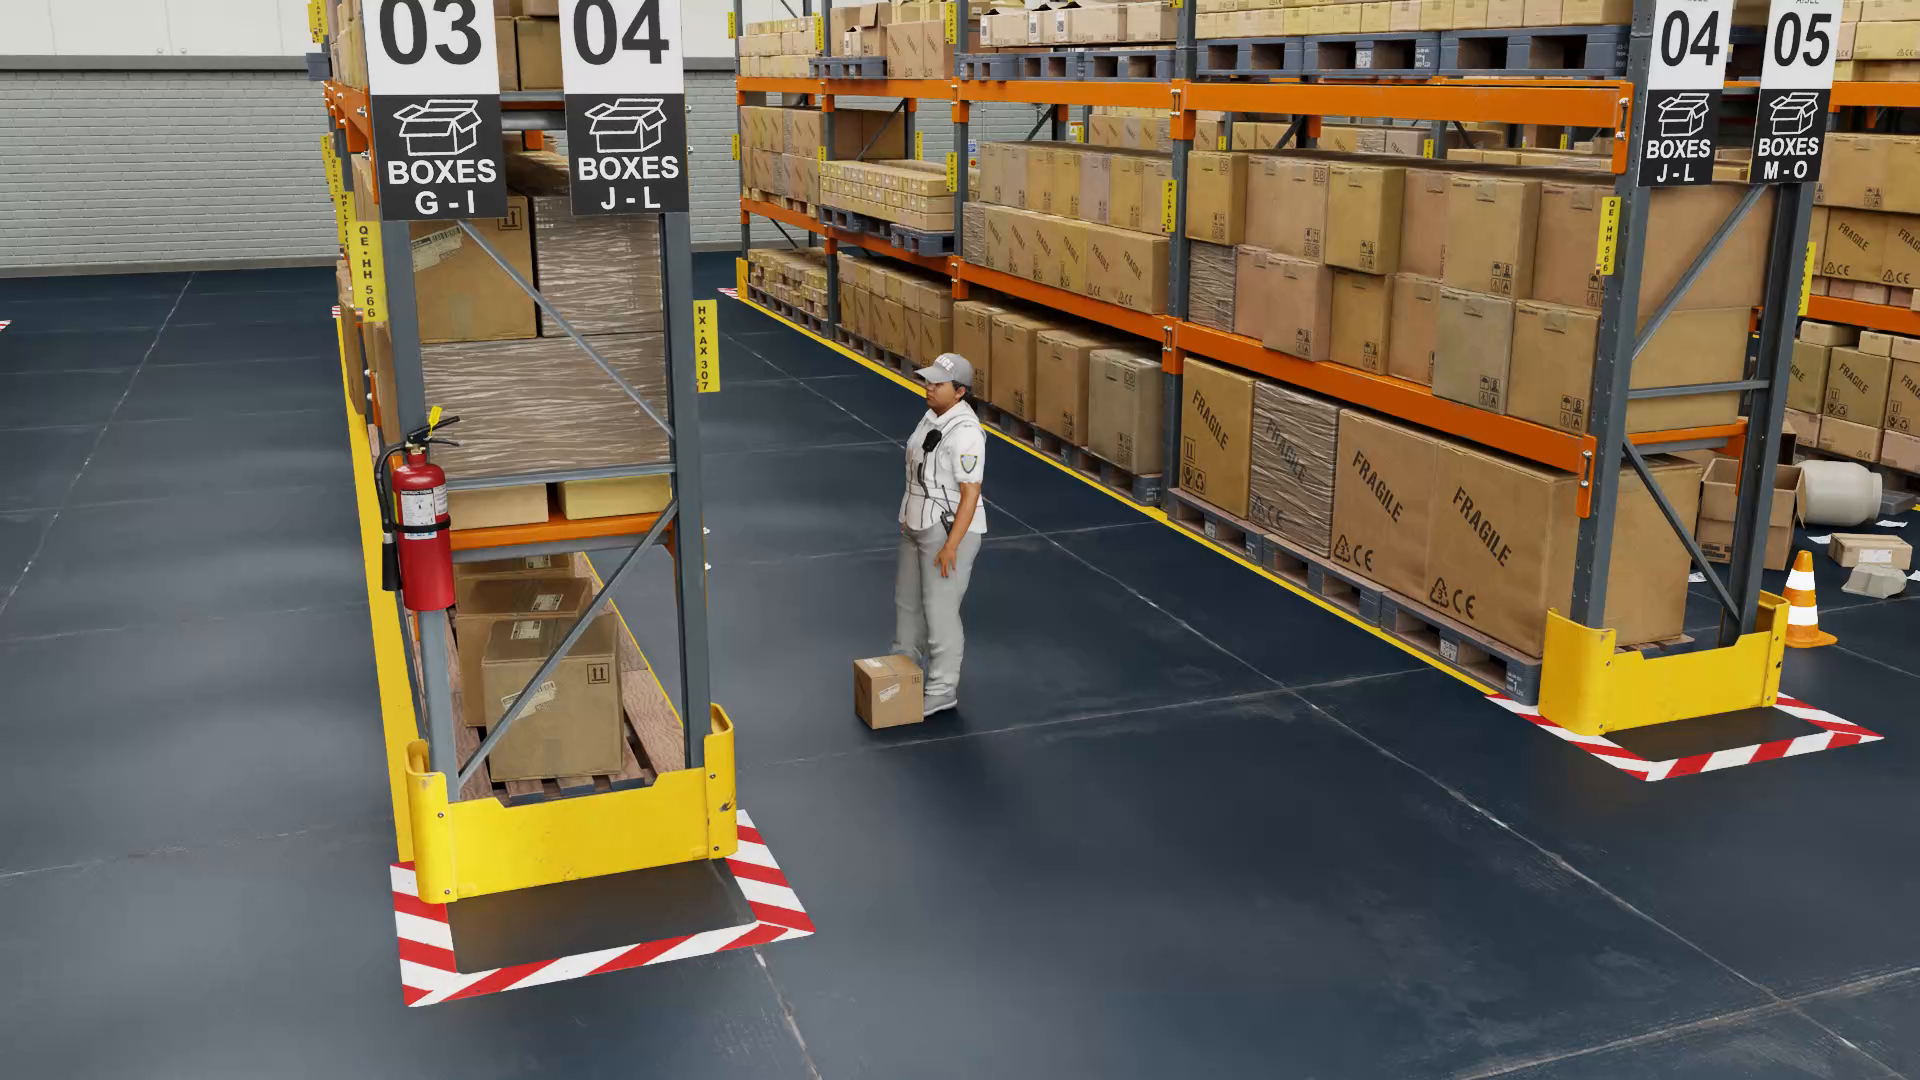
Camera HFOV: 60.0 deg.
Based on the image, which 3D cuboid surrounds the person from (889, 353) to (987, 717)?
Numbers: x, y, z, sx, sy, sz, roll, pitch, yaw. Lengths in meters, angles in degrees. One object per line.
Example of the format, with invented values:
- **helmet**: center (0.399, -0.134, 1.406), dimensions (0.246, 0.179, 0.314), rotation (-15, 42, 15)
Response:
- **person**: center (-0.171, -0.023, 7.566), dimensions (0.526, 1.670, 0.598), rotation (-6, 17, -20)
